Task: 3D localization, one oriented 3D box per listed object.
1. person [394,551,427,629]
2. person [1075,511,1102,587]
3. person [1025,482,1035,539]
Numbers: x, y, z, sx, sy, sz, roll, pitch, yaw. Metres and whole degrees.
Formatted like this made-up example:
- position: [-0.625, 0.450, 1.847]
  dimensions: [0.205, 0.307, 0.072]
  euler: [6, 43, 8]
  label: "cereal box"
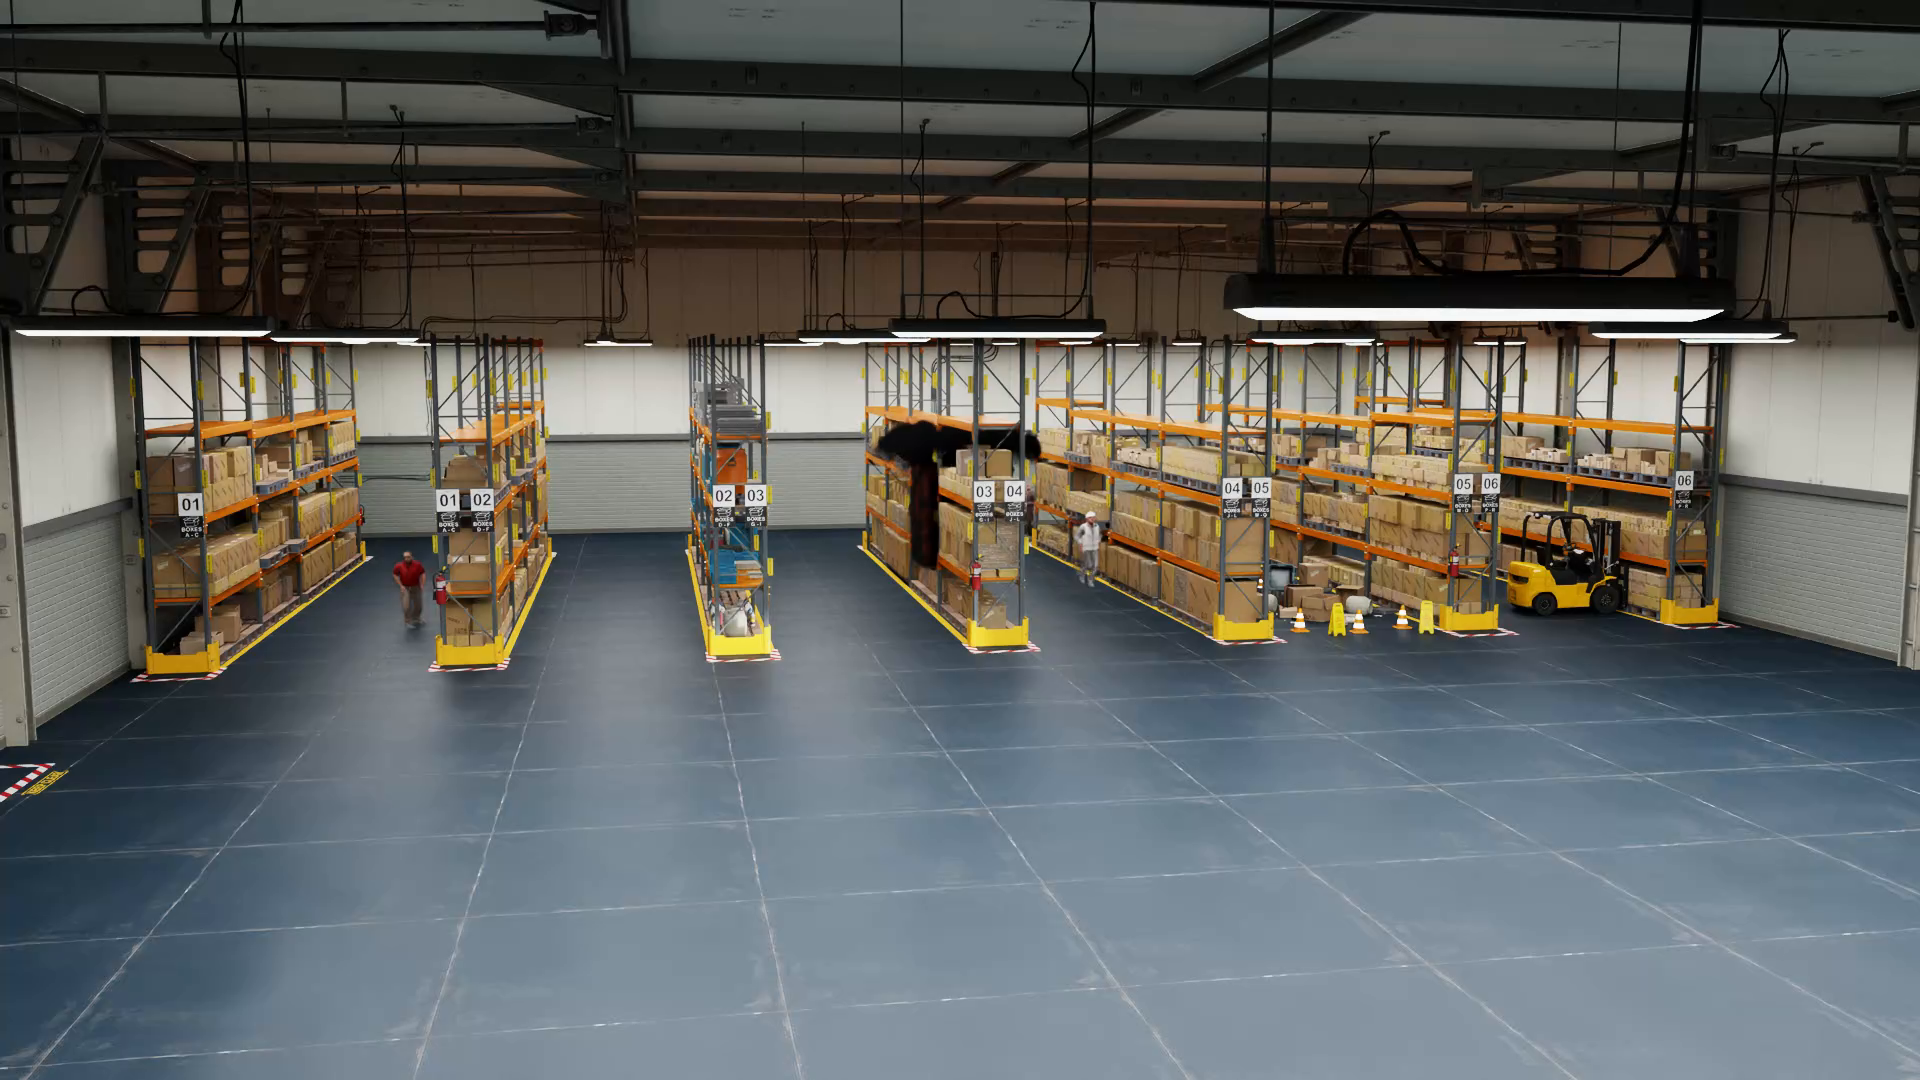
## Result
- position: [-11.301, 1.001, 34.198]
  dimensions: [0.669, 1.629, 0.831]
  euler: [-3, 7, -26]
  label: "person"
- position: [2.981, 0.202, 38.294]
  dimensions: [0.669, 1.742, 0.546]
  euler: [-3, 7, -23]
  label: "person"
- position: [2.022, -0.819, 49.676]
  dimensions: [0.699, 1.825, 0.737]
  euler: [5, 8, 35]
  label: "person"
